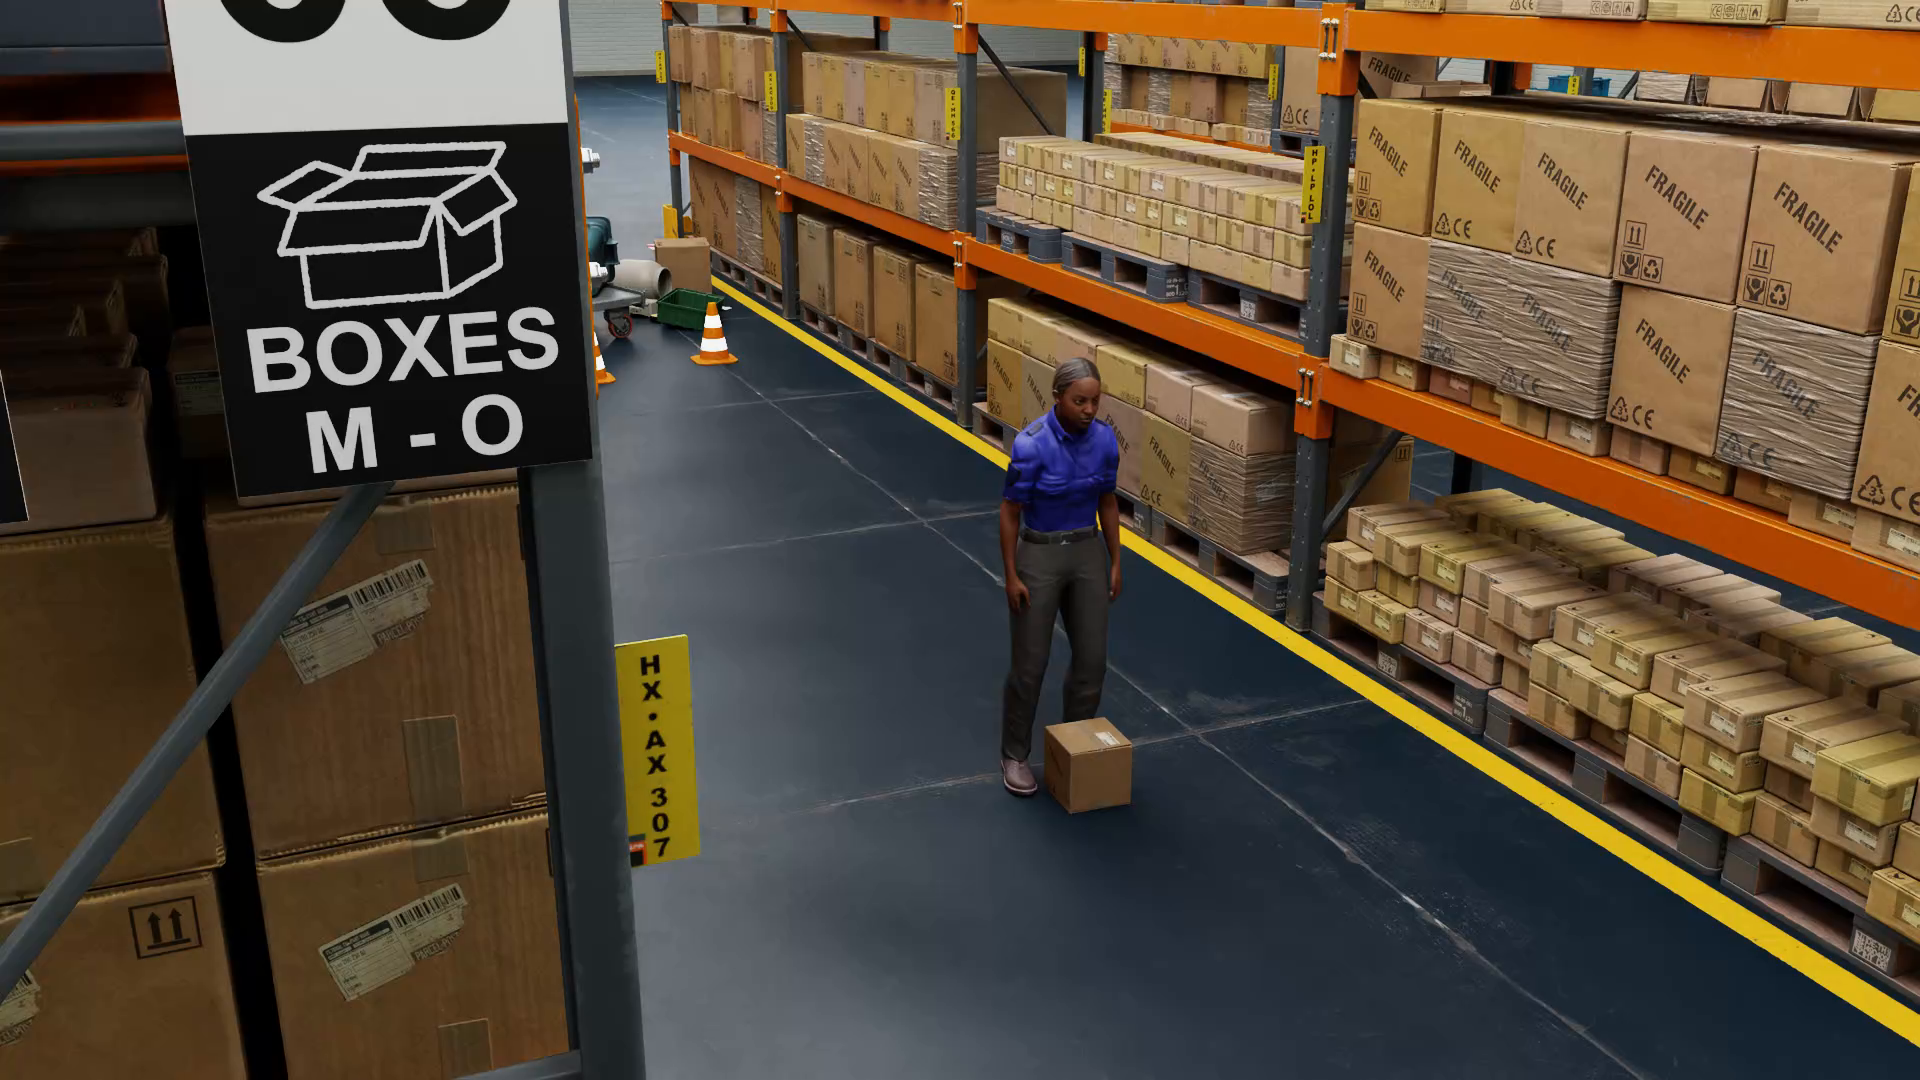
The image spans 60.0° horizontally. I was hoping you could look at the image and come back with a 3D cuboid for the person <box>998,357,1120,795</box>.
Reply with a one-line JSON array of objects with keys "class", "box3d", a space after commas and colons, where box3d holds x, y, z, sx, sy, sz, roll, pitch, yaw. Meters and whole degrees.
[{"class": "person", "box3d": [0.383, 0.122, 6.218, 0.504, 1.654, 0.399, -8, 21, -23]}]
